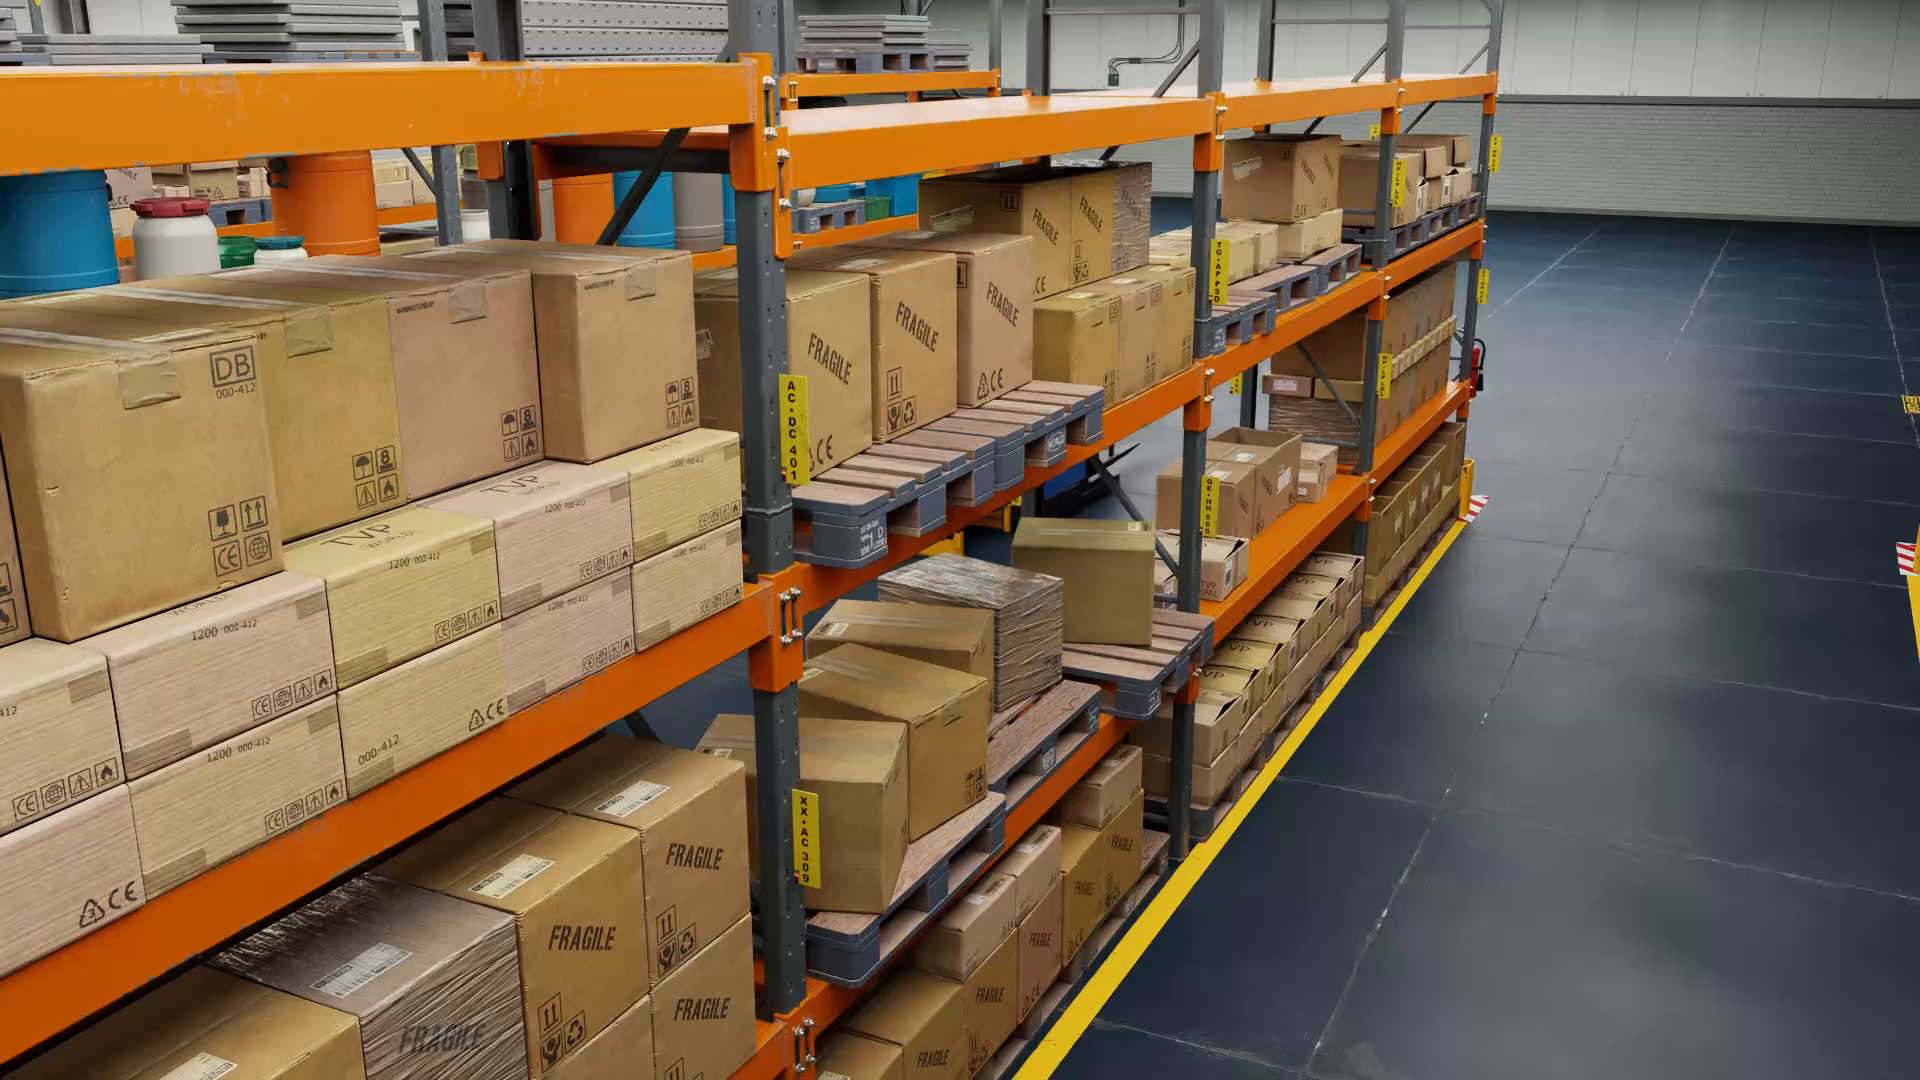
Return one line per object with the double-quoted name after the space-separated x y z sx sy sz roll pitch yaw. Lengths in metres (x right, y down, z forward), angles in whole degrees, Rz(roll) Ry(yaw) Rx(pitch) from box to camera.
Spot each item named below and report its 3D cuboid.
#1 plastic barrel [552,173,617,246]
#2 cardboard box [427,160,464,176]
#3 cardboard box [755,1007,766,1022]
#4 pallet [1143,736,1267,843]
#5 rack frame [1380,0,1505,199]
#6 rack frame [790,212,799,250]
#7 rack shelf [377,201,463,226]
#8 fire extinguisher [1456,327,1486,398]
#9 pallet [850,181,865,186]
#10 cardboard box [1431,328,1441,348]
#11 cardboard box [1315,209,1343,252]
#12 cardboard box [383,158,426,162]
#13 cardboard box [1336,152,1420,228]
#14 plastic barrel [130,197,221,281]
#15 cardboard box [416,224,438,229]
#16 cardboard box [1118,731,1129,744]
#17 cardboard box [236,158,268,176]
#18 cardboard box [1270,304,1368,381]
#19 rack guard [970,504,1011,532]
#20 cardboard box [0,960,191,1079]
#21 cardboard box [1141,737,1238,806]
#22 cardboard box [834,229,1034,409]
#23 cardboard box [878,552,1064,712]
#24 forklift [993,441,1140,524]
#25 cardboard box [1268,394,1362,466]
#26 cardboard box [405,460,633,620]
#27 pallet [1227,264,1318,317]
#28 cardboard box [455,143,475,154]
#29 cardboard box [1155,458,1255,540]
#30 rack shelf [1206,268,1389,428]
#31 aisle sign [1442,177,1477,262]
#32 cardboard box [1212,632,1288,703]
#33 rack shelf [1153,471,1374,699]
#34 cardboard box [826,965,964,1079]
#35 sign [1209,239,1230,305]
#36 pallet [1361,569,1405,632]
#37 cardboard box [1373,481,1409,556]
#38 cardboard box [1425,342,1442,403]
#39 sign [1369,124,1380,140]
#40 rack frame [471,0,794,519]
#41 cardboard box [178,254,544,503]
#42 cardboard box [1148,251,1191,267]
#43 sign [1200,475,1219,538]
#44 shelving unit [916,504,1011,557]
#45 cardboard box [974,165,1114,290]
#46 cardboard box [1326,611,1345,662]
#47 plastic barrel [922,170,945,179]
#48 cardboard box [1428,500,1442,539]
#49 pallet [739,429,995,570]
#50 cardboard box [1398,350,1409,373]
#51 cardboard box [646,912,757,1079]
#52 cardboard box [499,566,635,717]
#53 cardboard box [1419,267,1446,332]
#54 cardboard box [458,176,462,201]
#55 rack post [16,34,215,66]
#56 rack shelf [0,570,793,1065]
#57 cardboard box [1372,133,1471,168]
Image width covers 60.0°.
-2.769 -2.347 11.860 0.600 0.830 0.708 8 18 25 "plastic barrel"
-5.378 -3.872 17.313 0.380 0.149 0.250 8 18 24 "cardboard box"
-1.015 2.120 6.460 0.500 0.500 0.500 8 18 25 "cardboard box"
1.211 1.408 10.137 1.003 0.211 1.213 8 18 25 "pallet"
4.382 -4.637 15.058 1.000 3.000 0.127 8 18 25 "rack frame"
-1.835 -1.374 14.606 1.000 3.000 0.127 8 18 25 "rack frame"
-5.372 -3.606 18.118 1.077 0.370 4.000 8 18 25 "rack shelf"
4.851 -1.695 15.825 0.296 0.674 0.183 8 18 25 "fire extinguisher"
-0.504 -3.542 16.969 1.003 0.211 1.213 8 18 25 "pallet"
4.038 -1.803 14.737 0.380 0.149 0.250 8 18 26 "cardboard box"
2.311 -2.154 11.492 0.500 0.250 0.500 10 19 31 "cardboard box"
-5.861 -3.942 17.548 0.380 0.149 0.250 9 19 27 "cardboard box"
3.056 -2.591 12.279 0.500 0.500 0.500 10 19 30 "cardboard box"
-4.279 -1.588 9.085 0.433 0.535 0.433 0 17 0 "plastic barrel"
-5.638 -3.205 18.318 0.500 0.500 0.500 8 18 25 "cardboard box"
0.822 0.960 9.858 0.500 0.311 0.500 9 19 27 "cardboard box"
-6.564 -3.585 15.866 0.797 0.503 0.637 7 18 23 "cardboard box"
2.788 -1.526 12.666 0.700 0.500 0.500 8 18 26 "cardboard box"
0.203 -0.235 15.603 0.587 0.250 0.087 8 18 25 "rack guard"
-2.132 1.246 3.854 0.500 0.500 0.500 9 19 27 "cardboard box"
1.305 1.297 9.706 0.500 0.250 0.500 8 18 25 "cardboard box"
-0.095 -0.899 6.651 0.600 0.600 0.600 7 18 23 "cardboard box"
0.048 0.411 7.686 0.700 0.500 0.500 12 21 36 "cardboard box"
0.973 -1.909 16.529 1.130 2.935 3.031 8 18 25 "forklift"
2.788 -0.904 12.850 0.700 0.500 0.500 8 18 24 "cardboard box"
-1.180 -0.025 4.183 0.500 0.250 0.500 8 18 25 "cardboard box"
1.528 -1.540 10.231 1.003 0.211 1.213 9 19 28 "pallet"
-5.383 -4.547 18.446 0.500 0.500 0.500 8 18 25 "cardboard box"
1.543 -0.201 10.483 0.500 0.500 0.500 7 18 22 "cardboard box"
1.701 -1.326 10.442 1.077 0.370 4.000 8 18 25 "rack shelf"
4.675 -2.987 15.472 0.394 0.787 0.004 8 18 25 "aisle sign"
1.762 0.764 10.517 0.500 0.311 0.500 8 18 24 "cardboard box"
1.701 0.112 10.869 1.077 0.370 4.000 8 18 25 "rack shelf"
-0.317 2.053 6.687 0.500 0.500 0.500 8 18 26 "cardboard box"
1.292 -1.340 8.316 0.100 0.325 0.005 8 18 25 "sign"
2.988 0.397 13.542 1.003 0.211 1.213 8 18 25 "pallet"
3.299 -0.192 13.402 0.500 0.500 0.500 8 18 25 "cardboard box"
3.932 -1.558 15.050 0.700 0.500 0.500 9 19 27 "cardboard box"
3.889 -3.728 15.592 0.100 0.325 0.005 8 18 25 "sign"
-0.980 -1.581 4.767 1.000 3.000 0.127 8 18 25 "rack frame"
-1.513 -0.432 4.236 0.700 0.500 0.500 8 18 25 "cardboard box"
0.960 -1.414 8.999 0.500 0.250 0.500 7 18 21 "cardboard box"
1.297 -0.174 8.673 0.100 0.325 0.005 8 18 25 "sign"
-0.020 -0.708 14.998 0.587 1.500 1.083 8 18 25 "shelving unit"
0.379 -1.449 7.659 0.500 0.500 0.500 8 18 25 "cardboard box"
2.442 0.645 11.900 0.500 0.250 0.500 8 18 25 "cardboard box"
-0.443 -3.815 16.491 0.600 0.588 0.600 0 17 0 "plastic barrel"
3.973 -0.214 14.794 0.500 0.250 0.500 8 18 25 "cardboard box"
-0.625 -0.210 5.750 1.213 0.211 1.003 8 18 25 "pallet"
3.461 -1.474 13.629 0.380 0.149 0.250 8 18 24 "cardboard box"
-0.973 1.407 5.068 0.500 0.500 0.500 8 19 26 "cardboard box"
-1.192 0.213 4.260 0.500 0.250 0.500 8 18 25 "cardboard box"
3.909 -2.166 14.819 0.700 0.500 0.500 8 18 24 "cardboard box"
-5.372 -3.712 17.476 0.500 0.250 0.500 7 18 23 "cardboard box"
-4.619 -2.504 8.753 0.937 0.300 0.954 10 19 31 "rack post"
-1.873 0.712 3.581 1.077 0.370 4.000 8 18 25 "rack shelf"
4.122 -3.371 14.899 0.797 0.503 0.637 10 19 29 "cardboard box"
